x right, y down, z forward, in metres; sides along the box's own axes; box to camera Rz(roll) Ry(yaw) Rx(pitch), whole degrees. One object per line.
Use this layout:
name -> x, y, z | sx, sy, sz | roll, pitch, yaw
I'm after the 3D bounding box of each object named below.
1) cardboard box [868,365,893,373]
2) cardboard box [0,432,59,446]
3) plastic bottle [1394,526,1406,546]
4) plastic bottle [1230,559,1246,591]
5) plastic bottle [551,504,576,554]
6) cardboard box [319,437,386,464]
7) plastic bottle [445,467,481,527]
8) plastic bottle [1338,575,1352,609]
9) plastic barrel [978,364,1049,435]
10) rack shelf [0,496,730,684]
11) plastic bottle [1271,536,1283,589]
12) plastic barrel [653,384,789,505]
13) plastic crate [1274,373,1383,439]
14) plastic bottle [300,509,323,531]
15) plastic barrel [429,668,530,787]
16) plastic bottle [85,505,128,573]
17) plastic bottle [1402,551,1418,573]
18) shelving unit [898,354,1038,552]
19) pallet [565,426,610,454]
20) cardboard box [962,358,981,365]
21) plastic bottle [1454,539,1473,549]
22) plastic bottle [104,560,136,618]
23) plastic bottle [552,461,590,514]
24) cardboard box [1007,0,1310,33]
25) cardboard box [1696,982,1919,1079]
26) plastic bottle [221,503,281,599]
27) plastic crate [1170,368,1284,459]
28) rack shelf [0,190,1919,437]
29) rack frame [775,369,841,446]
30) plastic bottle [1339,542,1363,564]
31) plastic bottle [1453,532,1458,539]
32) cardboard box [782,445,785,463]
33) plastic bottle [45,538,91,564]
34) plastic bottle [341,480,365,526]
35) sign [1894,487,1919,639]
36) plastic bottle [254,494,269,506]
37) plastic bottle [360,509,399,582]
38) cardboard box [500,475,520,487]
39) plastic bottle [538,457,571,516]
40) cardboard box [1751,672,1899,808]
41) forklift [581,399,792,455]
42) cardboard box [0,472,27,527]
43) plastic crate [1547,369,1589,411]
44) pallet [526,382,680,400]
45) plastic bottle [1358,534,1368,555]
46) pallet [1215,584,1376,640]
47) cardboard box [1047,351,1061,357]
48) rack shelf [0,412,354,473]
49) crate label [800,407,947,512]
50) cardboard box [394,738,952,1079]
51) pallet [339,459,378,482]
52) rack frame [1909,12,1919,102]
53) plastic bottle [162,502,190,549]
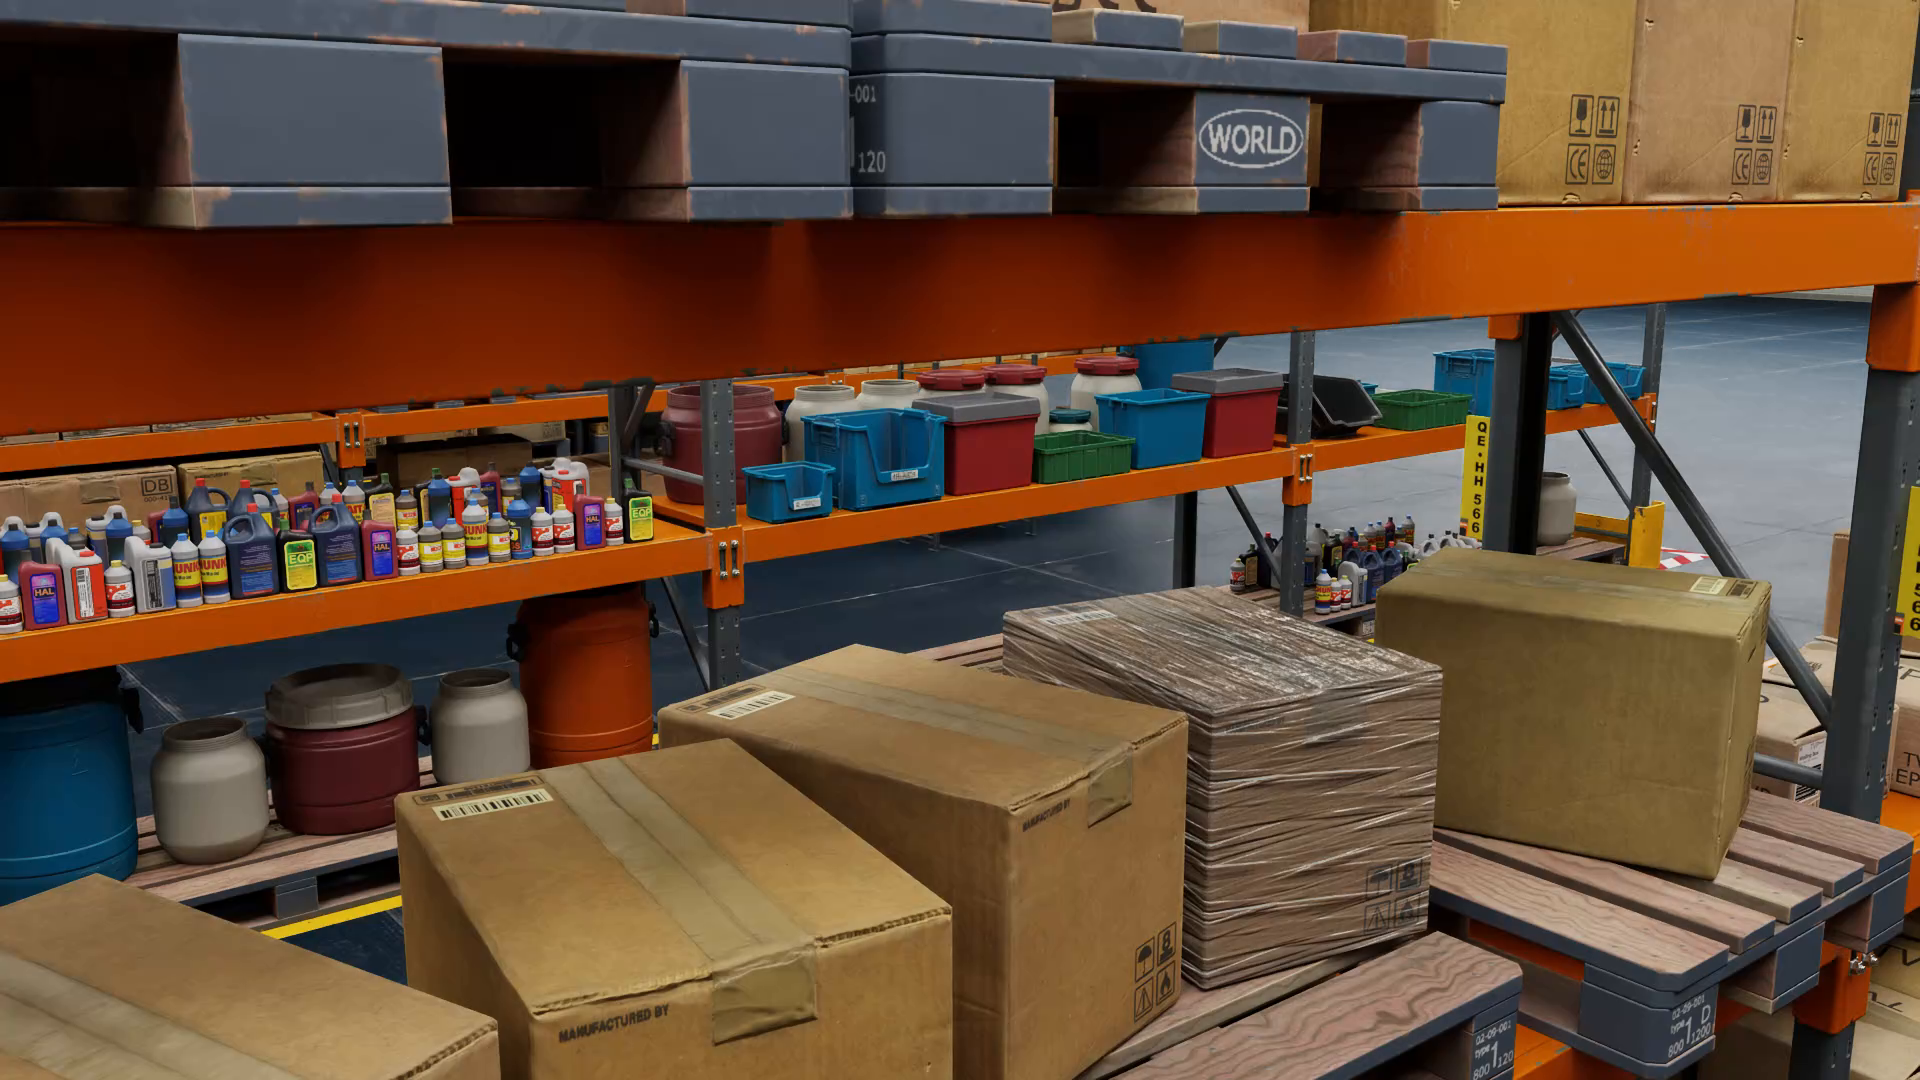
cardboard box -> -0.782, -1.520, 14.171 | 0.250, 0.149, 0.380 | -9, 15, -38
cardboard box -> -5.890, -0.862, 10.225 | 0.500, 0.500, 0.500 | -9, 15, -37
plastic bottle -> 3.185, 0.002, 12.073 | 0.097, 0.201, 0.097 | 0, 12, 0
plastic bottle -> 1.841, 0.226, 11.022 | 0.097, 0.201, 0.097 | 0, 12, 0
plastic bottle -> -1.702, -0.050, 7.123 | 0.097, 0.201, 0.097 | 0, 12, 0
cardboard box -> -6.272, -1.216, 16.537 | 0.750, 0.750, 1.050 | -9, 15, -37
plastic bottle -> -2.272, -0.187, 7.586 | 0.135, 0.276, 0.152 | -9, 15, -38
plastic bottle -> 2.434, 0.327, 10.546 | 0.097, 0.201, 0.097 | 0, 12, 0
plastic barrel -> 0.296, -0.713, 9.438 | 0.433, 0.535, 0.433 | 0, 12, 0
rack shelf -> -2.932, 0.300, 6.725 | 4.000, 0.370, 1.077 | -9, 15, -38
plastic bottle -> 2.166, 0.143, 11.050 | 0.185, 0.351, 0.144 | -9, 15, -38
plastic barrel -> -1.198, -0.487, 8.374 | 0.708, 0.536, 0.600 | -9, 15, -38
plastic crate -> 2.241, -0.847, 10.546 | 0.504, 0.338, 0.767 | -9, 15, -38
plastic bottle -> -2.547, 0.016, 6.611 | 0.133, 0.283, 0.061 | -9, 15, -38
plastic barrel -> -2.127, 0.854, 7.362 | 0.421, 0.512, 0.421 | 0, 12, 0
plastic bottle -> -3.423, 0.005, 6.685 | 0.135, 0.276, 0.152 | -9, 15, -38
plastic bottle -> 2.945, 0.207, 10.914 | 0.133, 0.283, 0.061 | -9, 15, -35
shelving unit -> 0.067, -0.745, 13.525 | 1.048, 1.500, 0.538 | -9, 15, -38
pallet -> -3.718, -1.173, 18.645 | 1.213, 0.211, 1.003 | -9, 15, -38
cardboard box -> -0.025, -1.656, 14.811 | 0.250, 0.149, 0.380 | -9, 15, -38
plastic bottle -> 3.394, 0.123, 11.324 | 0.135, 0.276, 0.152 | -10, 16, -39
plastic bottle -> -3.064, 0.176, 6.057 | 0.097, 0.201, 0.097 | 0, 12, 0
plastic bottle -> -1.815, -0.222, 7.752 | 0.135, 0.276, 0.152 | -9, 15, -38
cardboard box -> 0.077, -0.986, 2.336 | 0.600, 0.600, 0.600 | -10, 16, -40
cardboard box -> 2.313, 1.338, 4.367 | 0.500, 0.311, 0.500 | -9, 15, -36
plastic bottle -> -2.711, 0.038, 6.347 | 0.185, 0.351, 0.144 | -9, 15, -38
plastic crate -> 1.566, -0.749, 9.781 | 0.583, 0.464, 0.402 | -9, 15, -38
rack shelf -> 0.159, -0.363, 2.628 | 4.000, 0.370, 1.077 | -9, 15, -38
rack frame -> -1.341, -1.634, 14.100 | 0.127, 3.000, 1.000 | -9, 15, -38
plastic bottle -> 2.552, 0.189, 10.833 | 0.185, 0.351, 0.144 | -9, 15, -38
plastic bottle -> 3.435, 0.085, 11.489 | 0.133, 0.283, 0.061 | -9, 15, -38
cardboard box -> -1.834, -0.550, 13.956 | 0.500, 0.500, 0.700 | -11, 16, -42
plastic bottle -> -3.267, 0.125, 6.115 | 0.135, 0.276, 0.152 | -9, 15, -38
plastic bottle -> -2.664, -0.127, 7.314 | 0.097, 0.271, 0.097 | 0, 12, 0
sign -> 2.067, 0.052, 3.566 | 0.005, 0.325, 0.100 | -9, 15, -38
plastic bottle -> -2.993, -0.067, 7.021 | 0.135, 0.276, 0.152 | -9, 15, -38
plastic bottle -> -2.312, 0.016, 6.614 | 0.133, 0.283, 0.061 | -9, 15, -38
cardboard box -> -3.529, -0.271, 12.644 | 0.500, 0.500, 0.700 | -11, 16, -42
plastic bottle -> -1.910, -0.247, 7.868 | 0.135, 0.276, 0.152 | -9, 15, -38
cardboard box -> 2.032, 0.496, 4.285 | 0.500, 0.311, 0.500 | -8, 15, -34
forklift -> -2.900, -1.746, 14.793 | 3.031, 2.935, 1.130 | -10, 15, -39
cardboard box -> -6.404, 0.036, 10.342 | 0.875, 0.875, 1.225 | -10, 16, -40
plastic crate -> 4.162, -1.080, 11.850 | 0.408, 0.251, 0.499 | -9, 15, -38
pallet -> -2.945, -1.284, 12.917 | 1.213, 0.211, 1.003 | -9, 15, -38
plastic bottle -> 2.843, 0.059, 11.806 | 0.097, 0.201, 0.097 | 0, 12, 0
pallet -> 2.303, 0.453, 10.985 | 1.213, 0.211, 1.003 | -9, 15, -38
cardboard box -> 0.723, -1.794, 15.463 | 0.250, 0.149, 0.380 | -9, 15, -38
rack shelf -> -6.026, -0.503, 10.509 | 4.000, 0.370, 1.077 | -9, 15, -38
crate label -> -0.426, -0.414, 8.270 | 0.616, 0.435, 0.502 | -9, 15, -38
cardboard box -> -0.396, 0.633, 2.176 | 0.500, 0.500, 0.700 | -7, 14, -29
pallet -> -5.870, -0.816, 16.962 | 1.213, 0.211, 1.003 | -9, 15, -38
rack frame -> 1.721, -2.442, 3.464 | 0.127, 3.000, 1.000 | -9, 15, -38
plastic bottle -> -3.207, -0.020, 6.812 | 0.097, 0.271, 0.097 | 0, 12, 0
